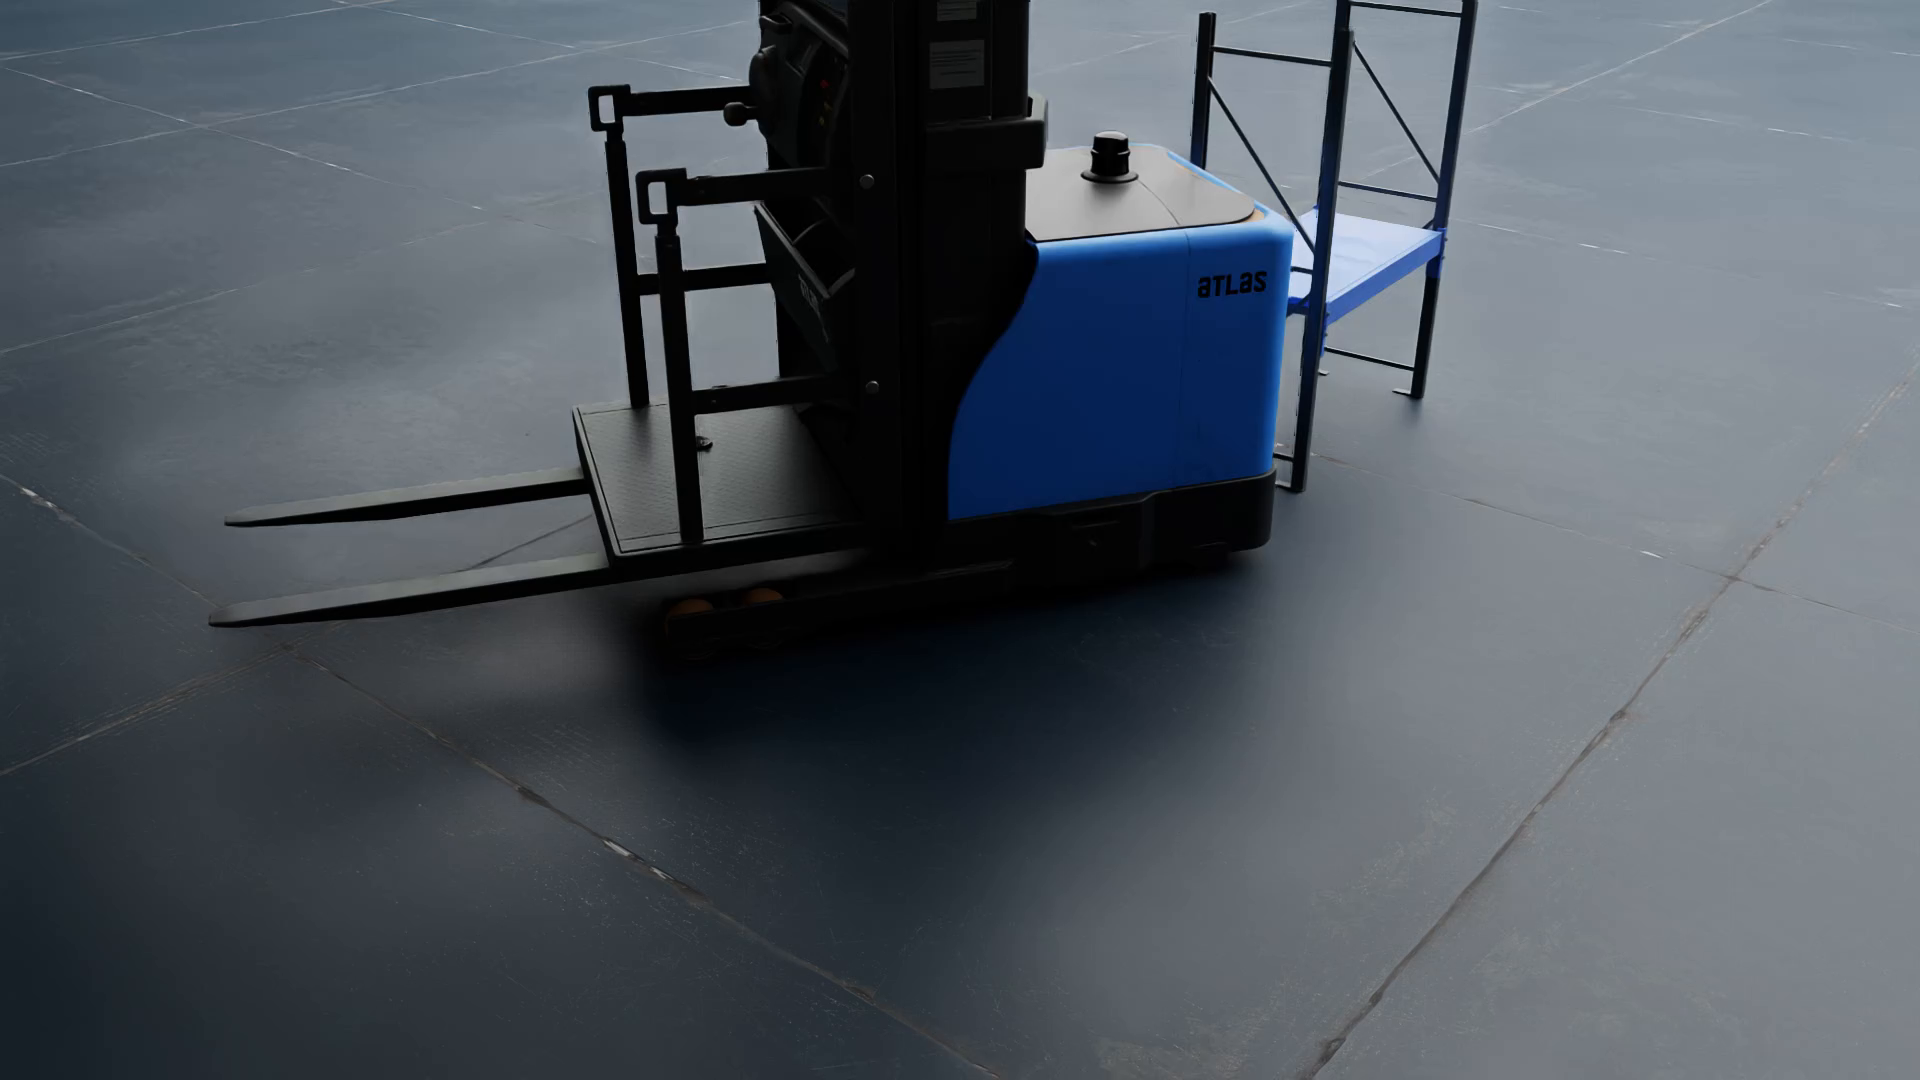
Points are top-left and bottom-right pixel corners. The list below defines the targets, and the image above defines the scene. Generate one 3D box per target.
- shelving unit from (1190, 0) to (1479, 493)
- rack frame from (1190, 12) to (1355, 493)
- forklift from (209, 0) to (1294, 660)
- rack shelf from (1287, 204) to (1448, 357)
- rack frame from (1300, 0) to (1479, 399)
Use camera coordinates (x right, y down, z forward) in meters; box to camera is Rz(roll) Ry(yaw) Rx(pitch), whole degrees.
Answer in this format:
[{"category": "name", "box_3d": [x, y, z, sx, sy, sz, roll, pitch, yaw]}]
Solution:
[{"category": "shelving unit", "box_3d": [1.249, -1.085, 5.714, 0.538, 1.500, 1.048, 19, 33, 32]}, {"category": "rack frame", "box_3d": [0.949, -0.896, 5.350, 0.500, 1.500, 0.032, 19, 33, 32]}, {"category": "forklift", "box_3d": [-0.620, -1.241, 4.459, 3.031, 2.935, 1.130, -8, 29, -16]}, {"category": "rack shelf", "box_3d": [1.249, -0.925, 5.797, 0.538, 0.185, 1.000, 19, 33, 32]}, {"category": "rack frame", "box_3d": [1.548, -1.273, 6.079, 0.500, 1.500, 0.032, 19, 33, 32]}]
